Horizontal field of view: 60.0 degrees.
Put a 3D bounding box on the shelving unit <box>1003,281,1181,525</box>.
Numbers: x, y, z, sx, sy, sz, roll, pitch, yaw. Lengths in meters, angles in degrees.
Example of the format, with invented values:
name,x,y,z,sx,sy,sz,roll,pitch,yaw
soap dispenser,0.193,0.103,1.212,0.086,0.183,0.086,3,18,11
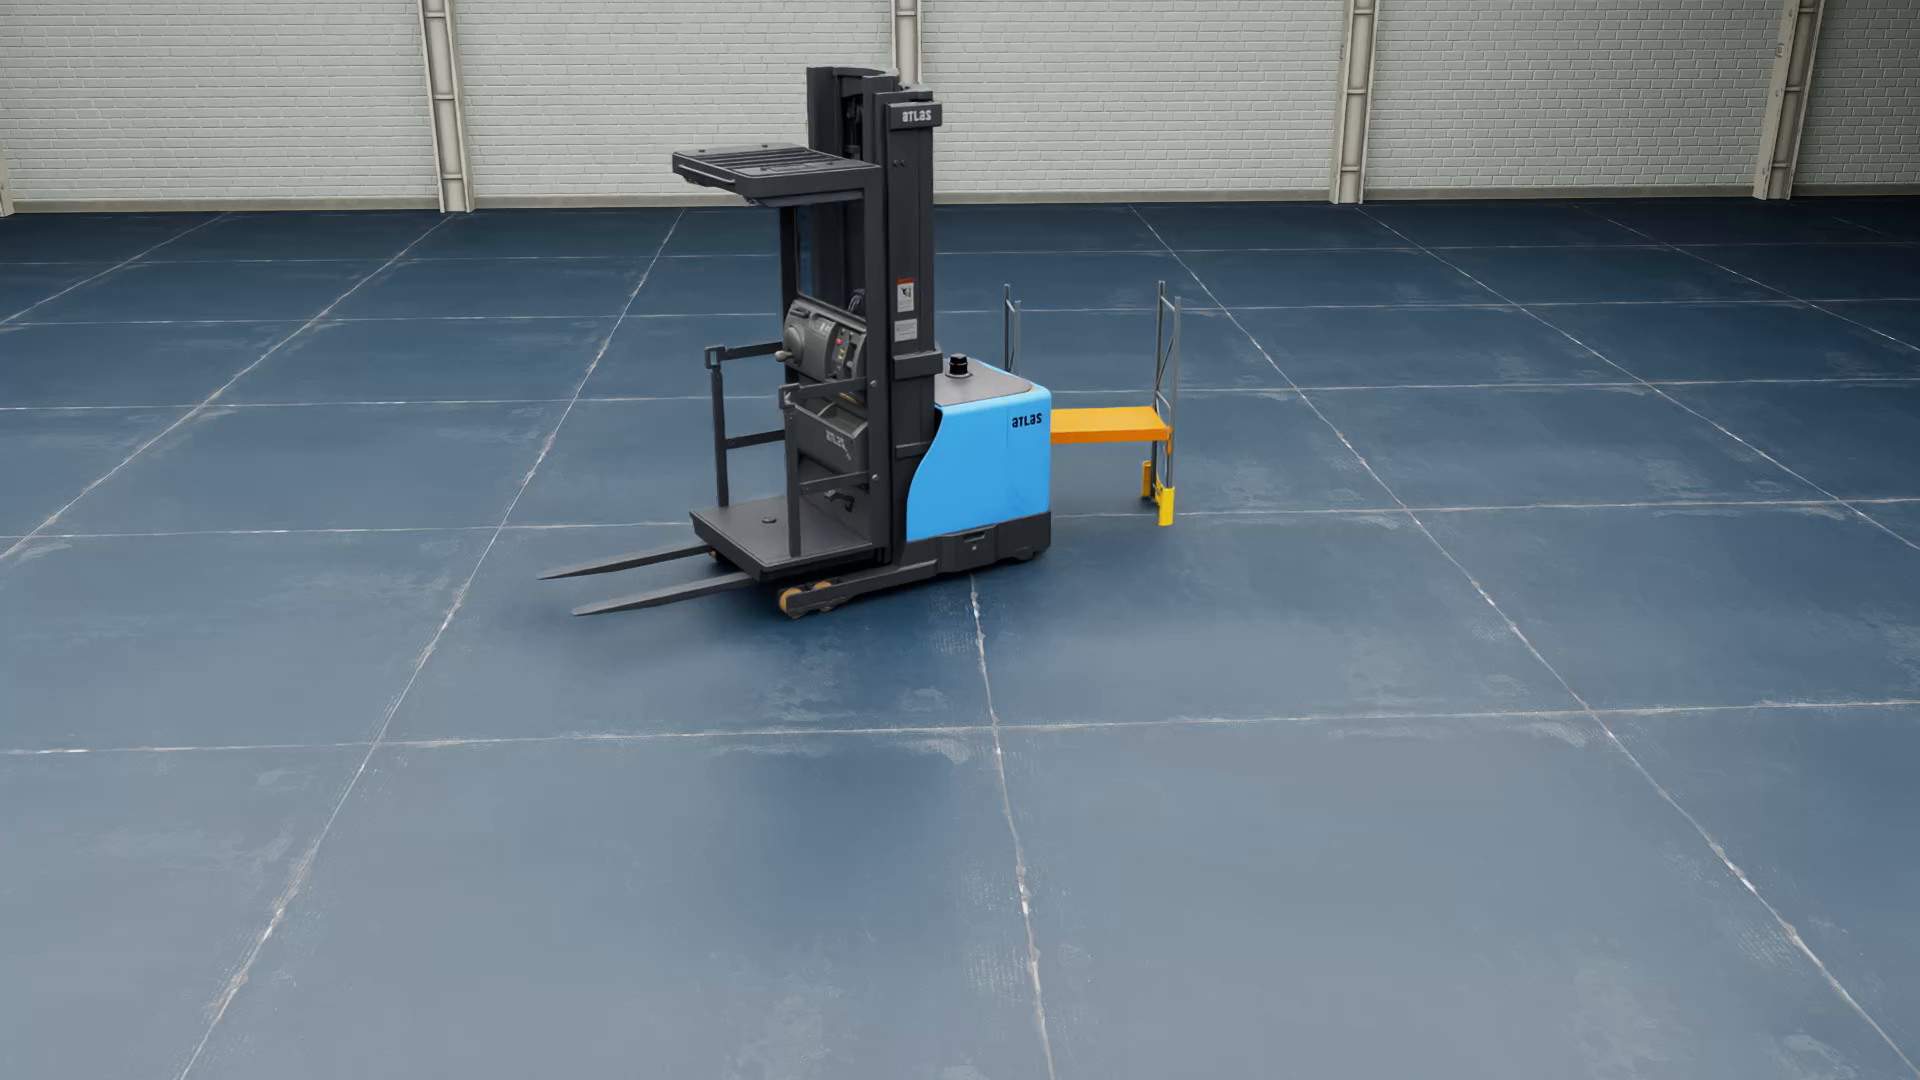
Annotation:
name,x,y,z,sx,sy,sz,roll,pitch,yaw
shelving unit,0.825,-0.881,10.827,1.083,1.500,0.587,-2,21,-6

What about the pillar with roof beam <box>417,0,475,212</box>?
name,x,y,z,sx,sy,sz,roll,pitch,yaw
pillar with roof beam,-6.448,-7.073,16.551,0.400,9.000,9.100,-1,21,-3

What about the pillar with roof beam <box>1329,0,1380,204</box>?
name,x,y,z,sx,sy,sz,roll,pitch,yaw
pillar with roof beam,5.533,-7.317,17.191,0.400,9.000,9.100,-1,21,-3

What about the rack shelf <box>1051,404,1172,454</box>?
name,x,y,z,sx,sy,sz,roll,pitch,yaw
rack shelf,0.834,-0.713,10.892,1.000,0.185,0.538,-2,21,-6

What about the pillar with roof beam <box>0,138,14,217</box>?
name,x,y,z,sx,sy,sz,roll,pitch,yaw
pillar with roof beam,-12.438,-6.951,16.231,0.400,9.000,9.100,-1,21,-3

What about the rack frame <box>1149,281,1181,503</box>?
name,x,y,z,sx,sy,sz,roll,pitch,yaw
rack frame,1.339,-0.902,10.883,0.032,1.500,0.500,-2,21,-6

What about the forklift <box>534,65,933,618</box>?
name,x,y,z,sx,sy,sz,roll,pitch,yaw
forklift,-0.962,-1.142,9.501,3.031,2.935,1.121,-12,24,-29

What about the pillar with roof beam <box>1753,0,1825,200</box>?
name,x,y,z,sx,sy,sz,roll,pitch,yaw
pillar with roof beam,11.523,-7.438,17.511,0.400,9.000,9.100,-1,21,-3

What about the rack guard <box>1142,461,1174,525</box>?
name,x,y,z,sx,sy,sz,roll,pitch,yaw
rack guard,1.320,-0.317,11.104,0.087,0.250,0.587,-2,21,-6

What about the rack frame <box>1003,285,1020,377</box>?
name,x,y,z,sx,sy,sz,roll,pitch,yaw
rack frame,0.329,-0.860,10.773,0.032,1.500,0.500,-2,21,-6
